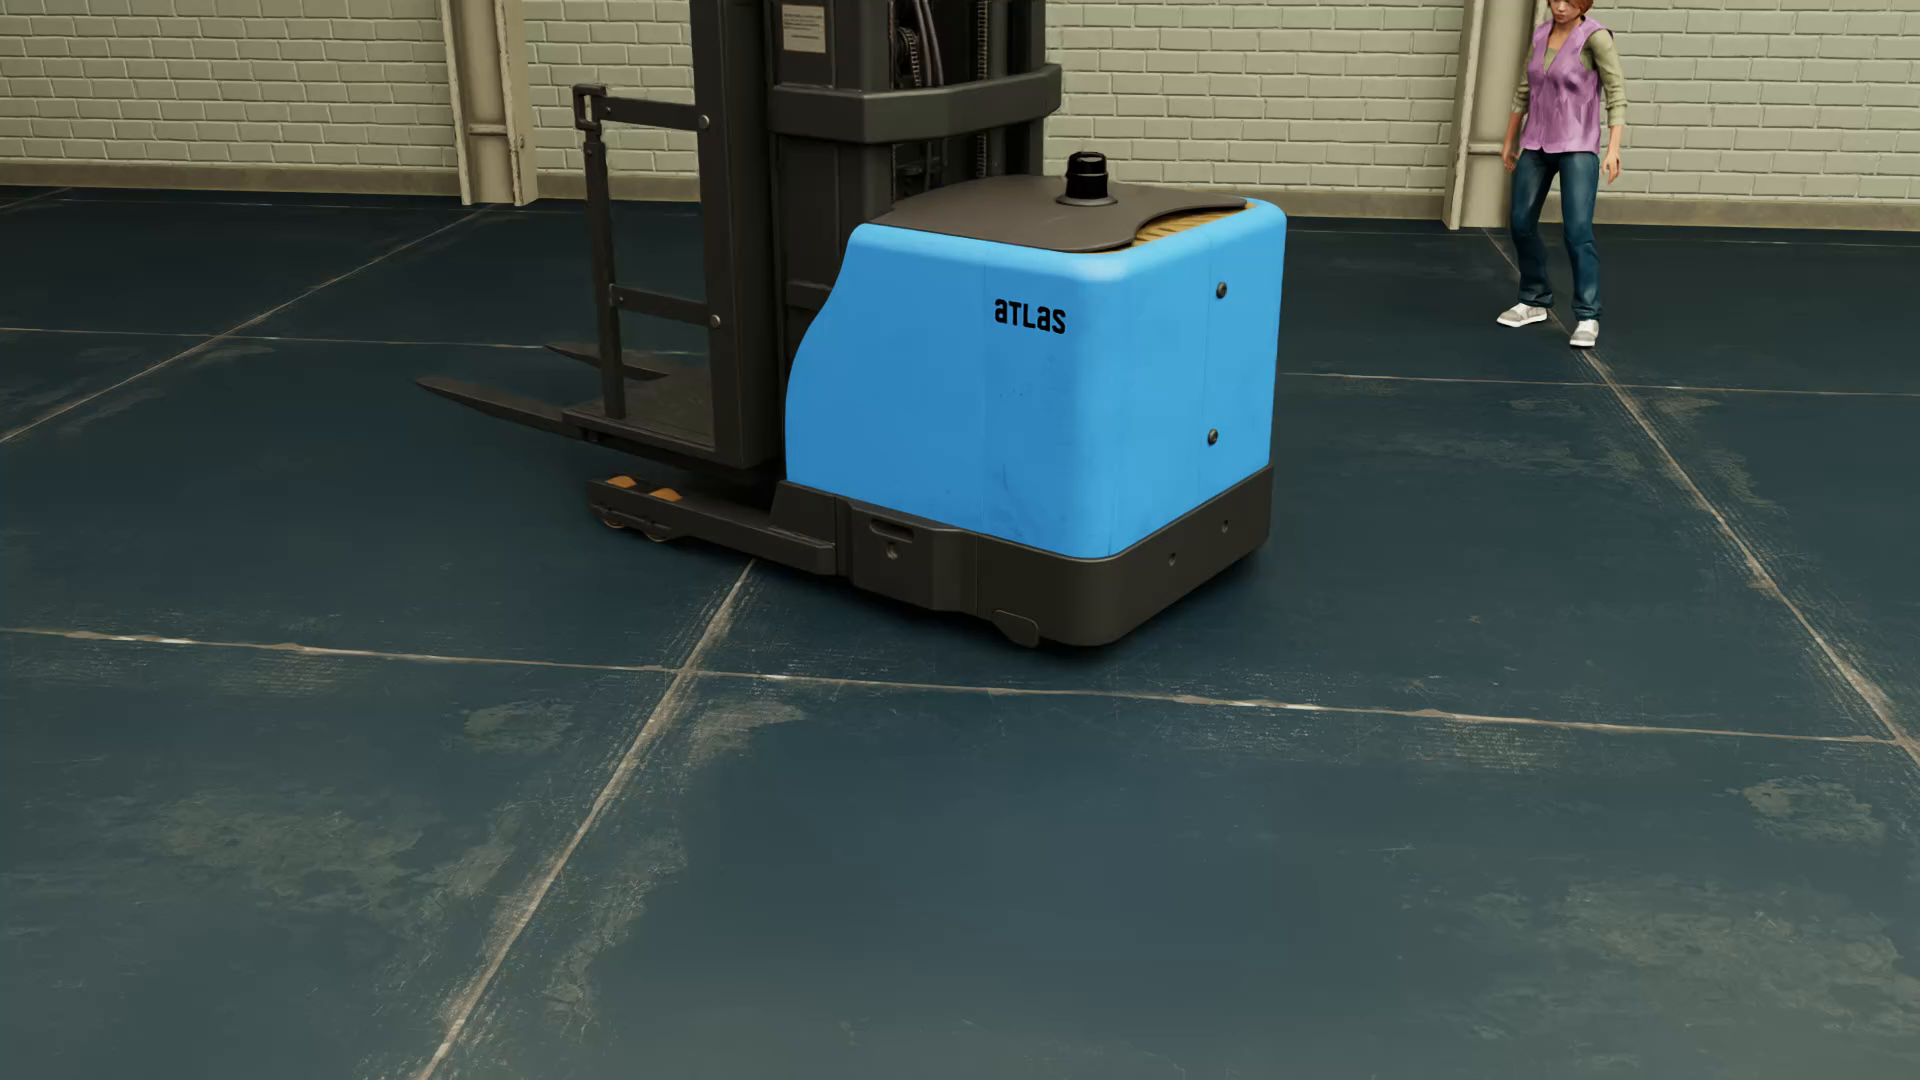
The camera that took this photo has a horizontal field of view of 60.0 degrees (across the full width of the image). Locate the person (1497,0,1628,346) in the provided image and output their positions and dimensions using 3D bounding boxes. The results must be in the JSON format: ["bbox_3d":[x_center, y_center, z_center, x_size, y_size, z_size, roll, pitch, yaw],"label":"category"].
[{"bbox_3d":[2.631,-1.687,7.269,0.344,1.571,0.680,-16,27,-34],"label":"person"}]

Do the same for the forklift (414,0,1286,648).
[{"bbox_3d":[-0.559,-1.494,4.964,3.031,2.935,1.130,15,27,33],"label":"forklift"}]
